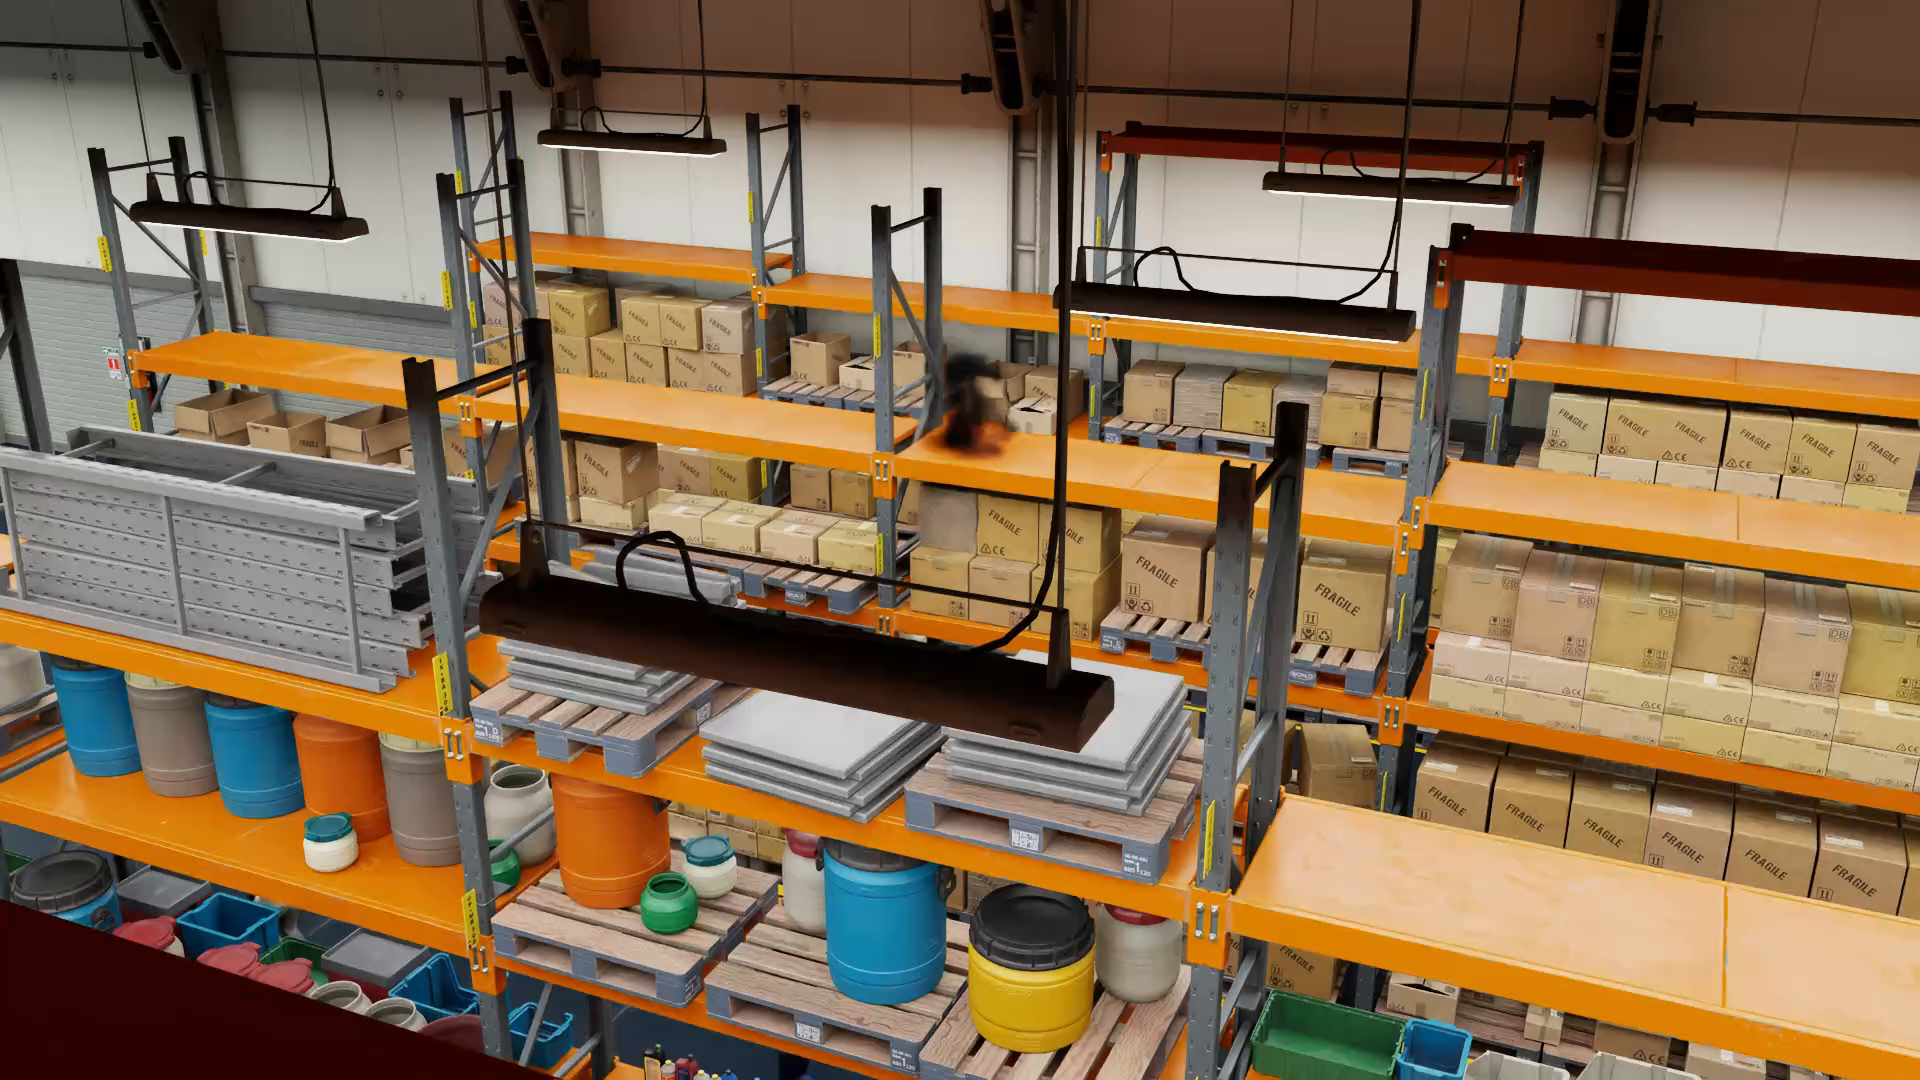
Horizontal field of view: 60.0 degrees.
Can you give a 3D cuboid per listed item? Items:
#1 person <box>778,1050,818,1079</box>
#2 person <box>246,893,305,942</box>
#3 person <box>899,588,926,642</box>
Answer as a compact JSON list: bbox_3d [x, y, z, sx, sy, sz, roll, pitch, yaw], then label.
[{"bbox_3d":[-1.091,3.355,11.420,0.837,1.634,0.617,8,22,21],"label":"person"},{"bbox_3d":[-5.319,2.735,12.933,0.597,1.718,0.731,10,23,24],"label":"person"},{"bbox_3d":[-0.444,1.254,16.869,0.836,1.775,0.737,5,21,14],"label":"person"}]
